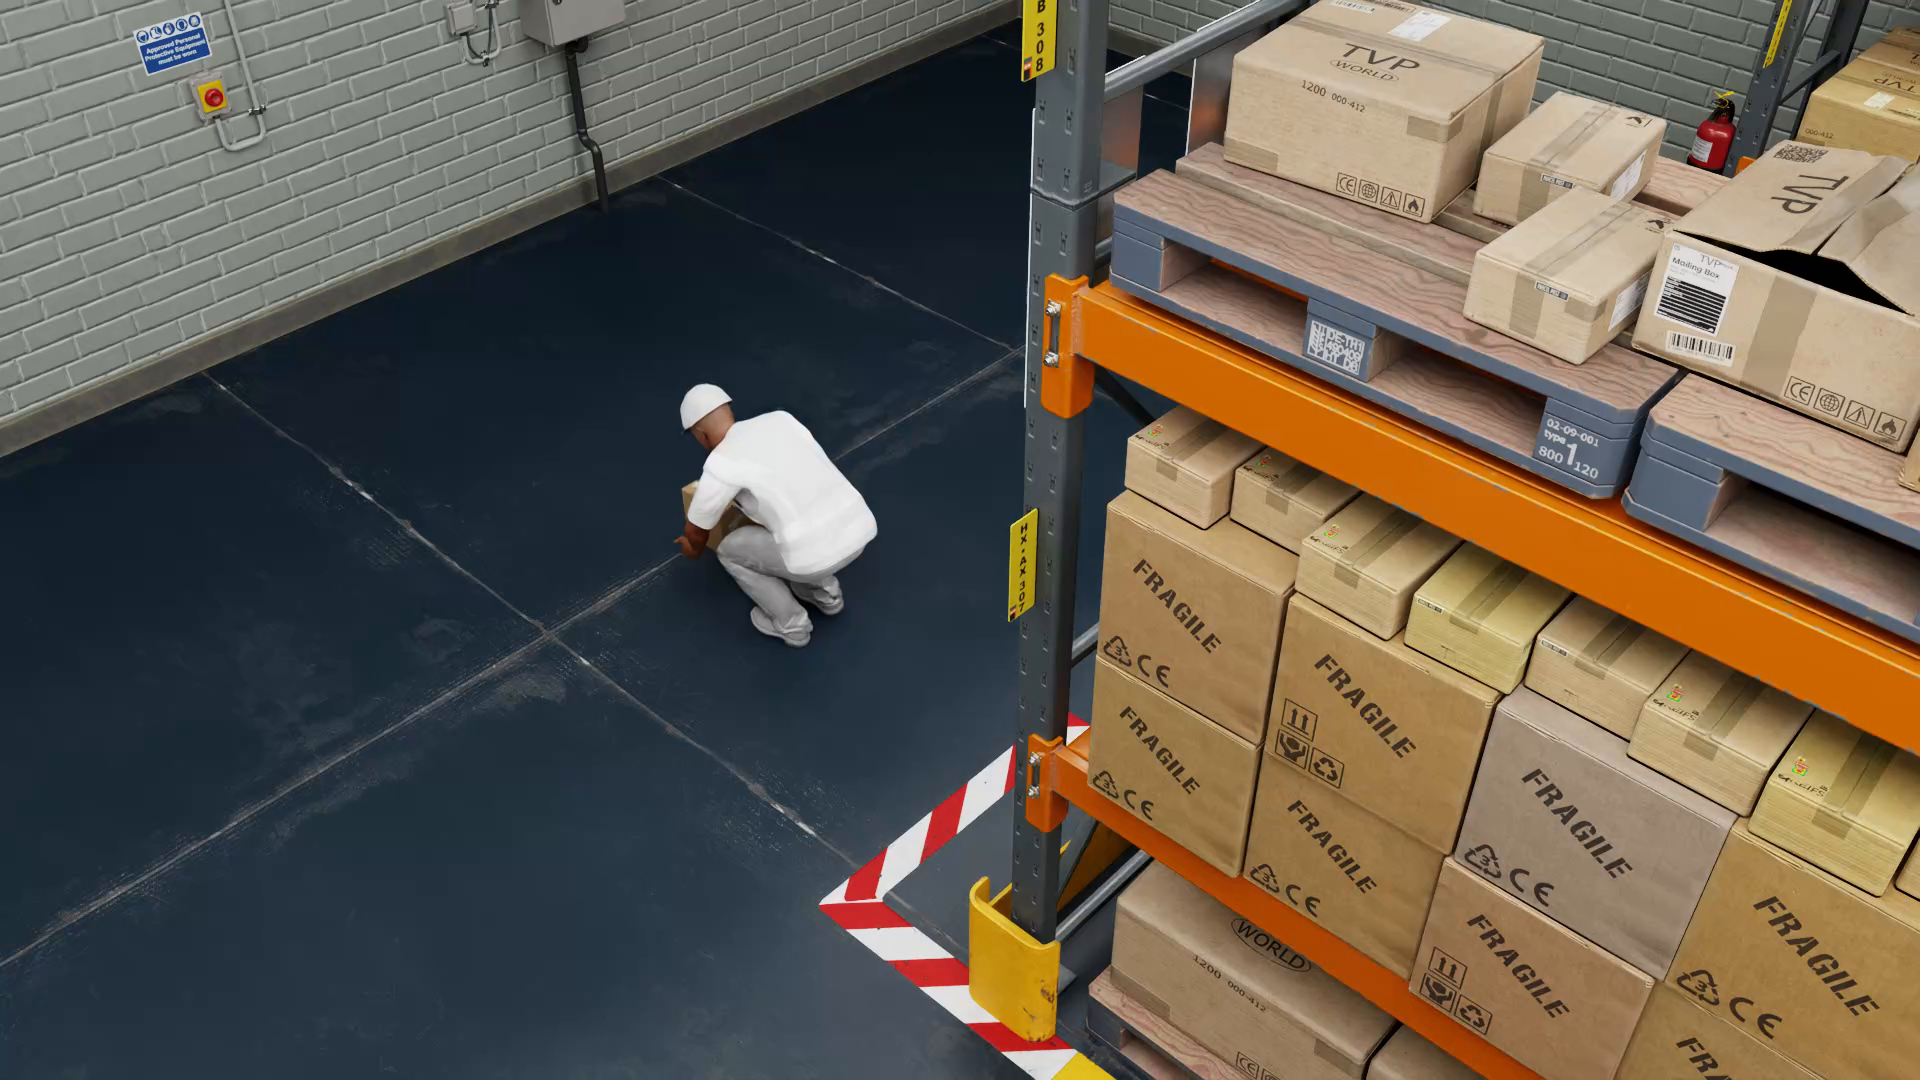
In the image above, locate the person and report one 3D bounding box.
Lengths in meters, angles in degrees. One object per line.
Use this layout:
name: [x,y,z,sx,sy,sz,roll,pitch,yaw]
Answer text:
person: [-0.784,-0.101,6.850,0.890,1.028,0.583,30,48,31]
